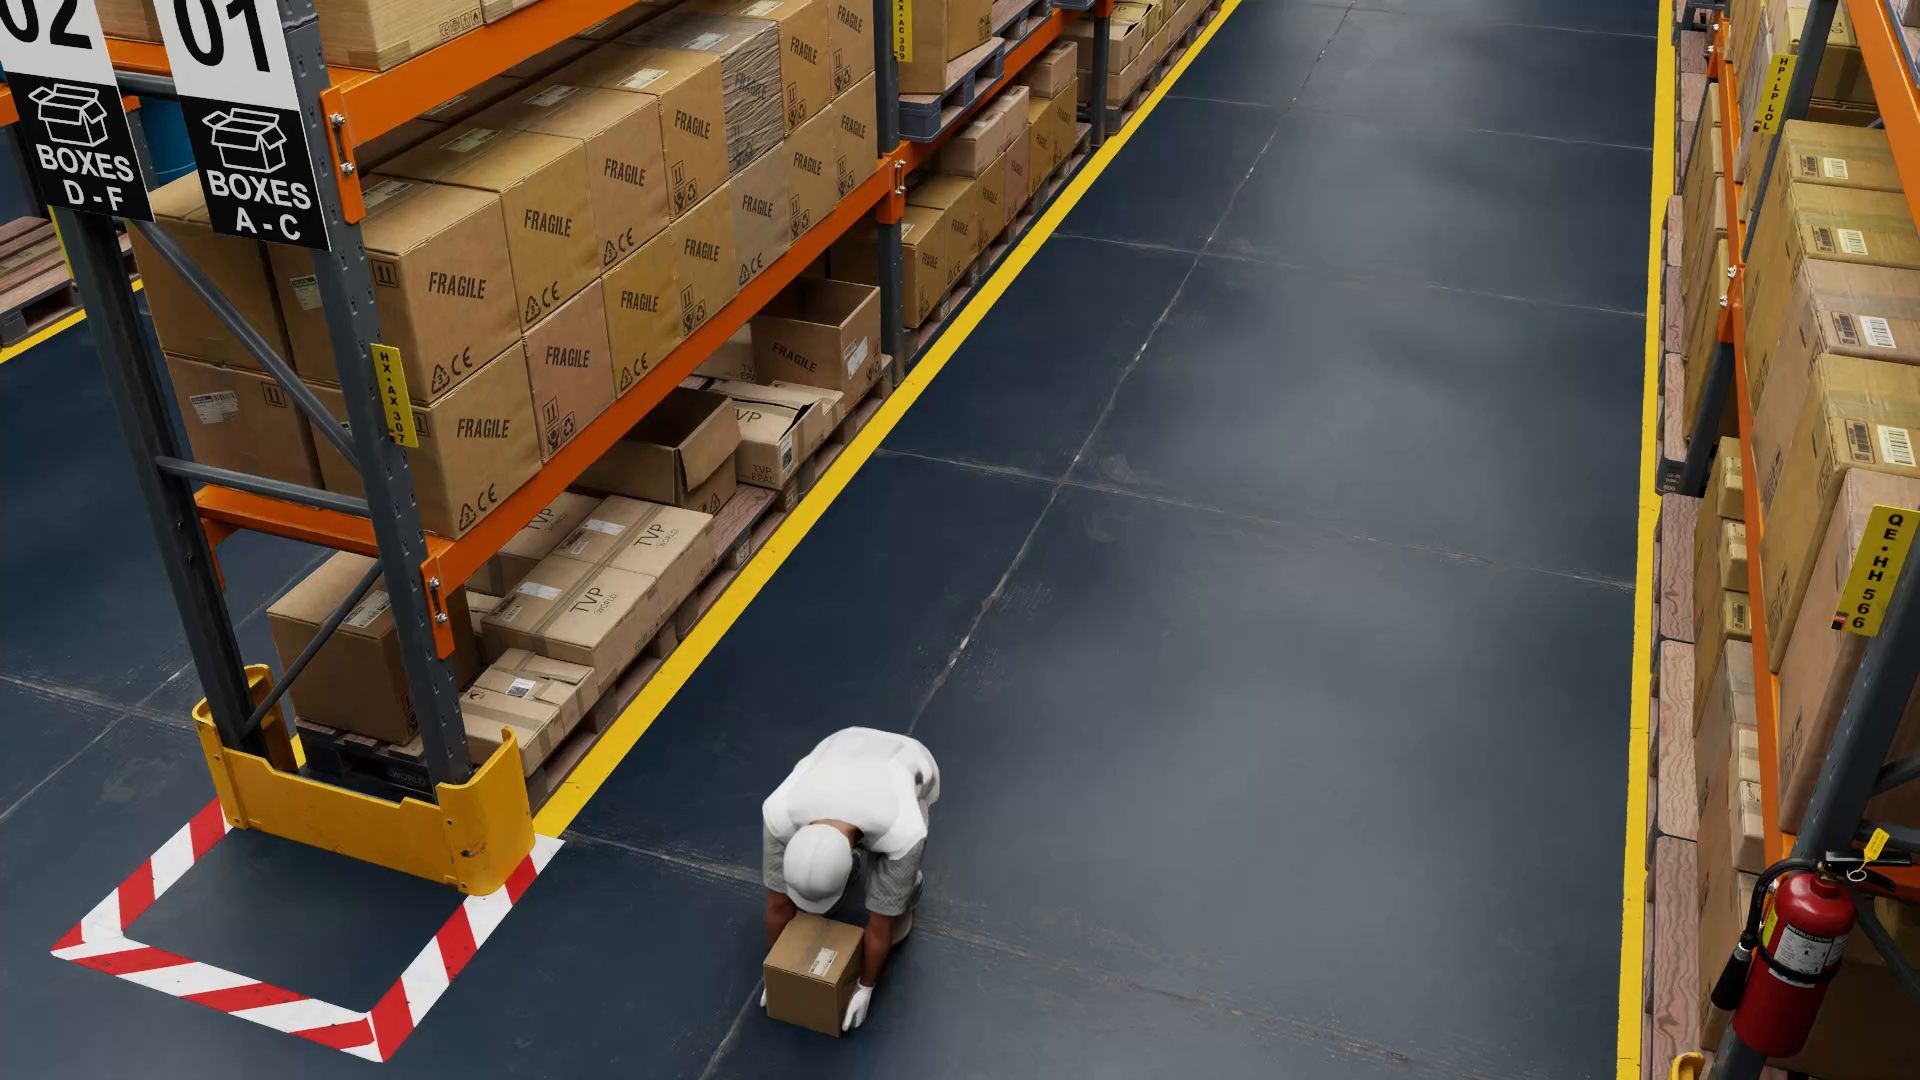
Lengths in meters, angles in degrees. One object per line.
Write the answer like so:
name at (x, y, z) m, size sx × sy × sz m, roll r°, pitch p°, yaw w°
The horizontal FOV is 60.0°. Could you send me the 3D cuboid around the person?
person at (-0.346, 1.059, 5.482) m, size 0.569 × 0.876 × 0.935 m, roll 11°, pitch 34°, yaw 16°
